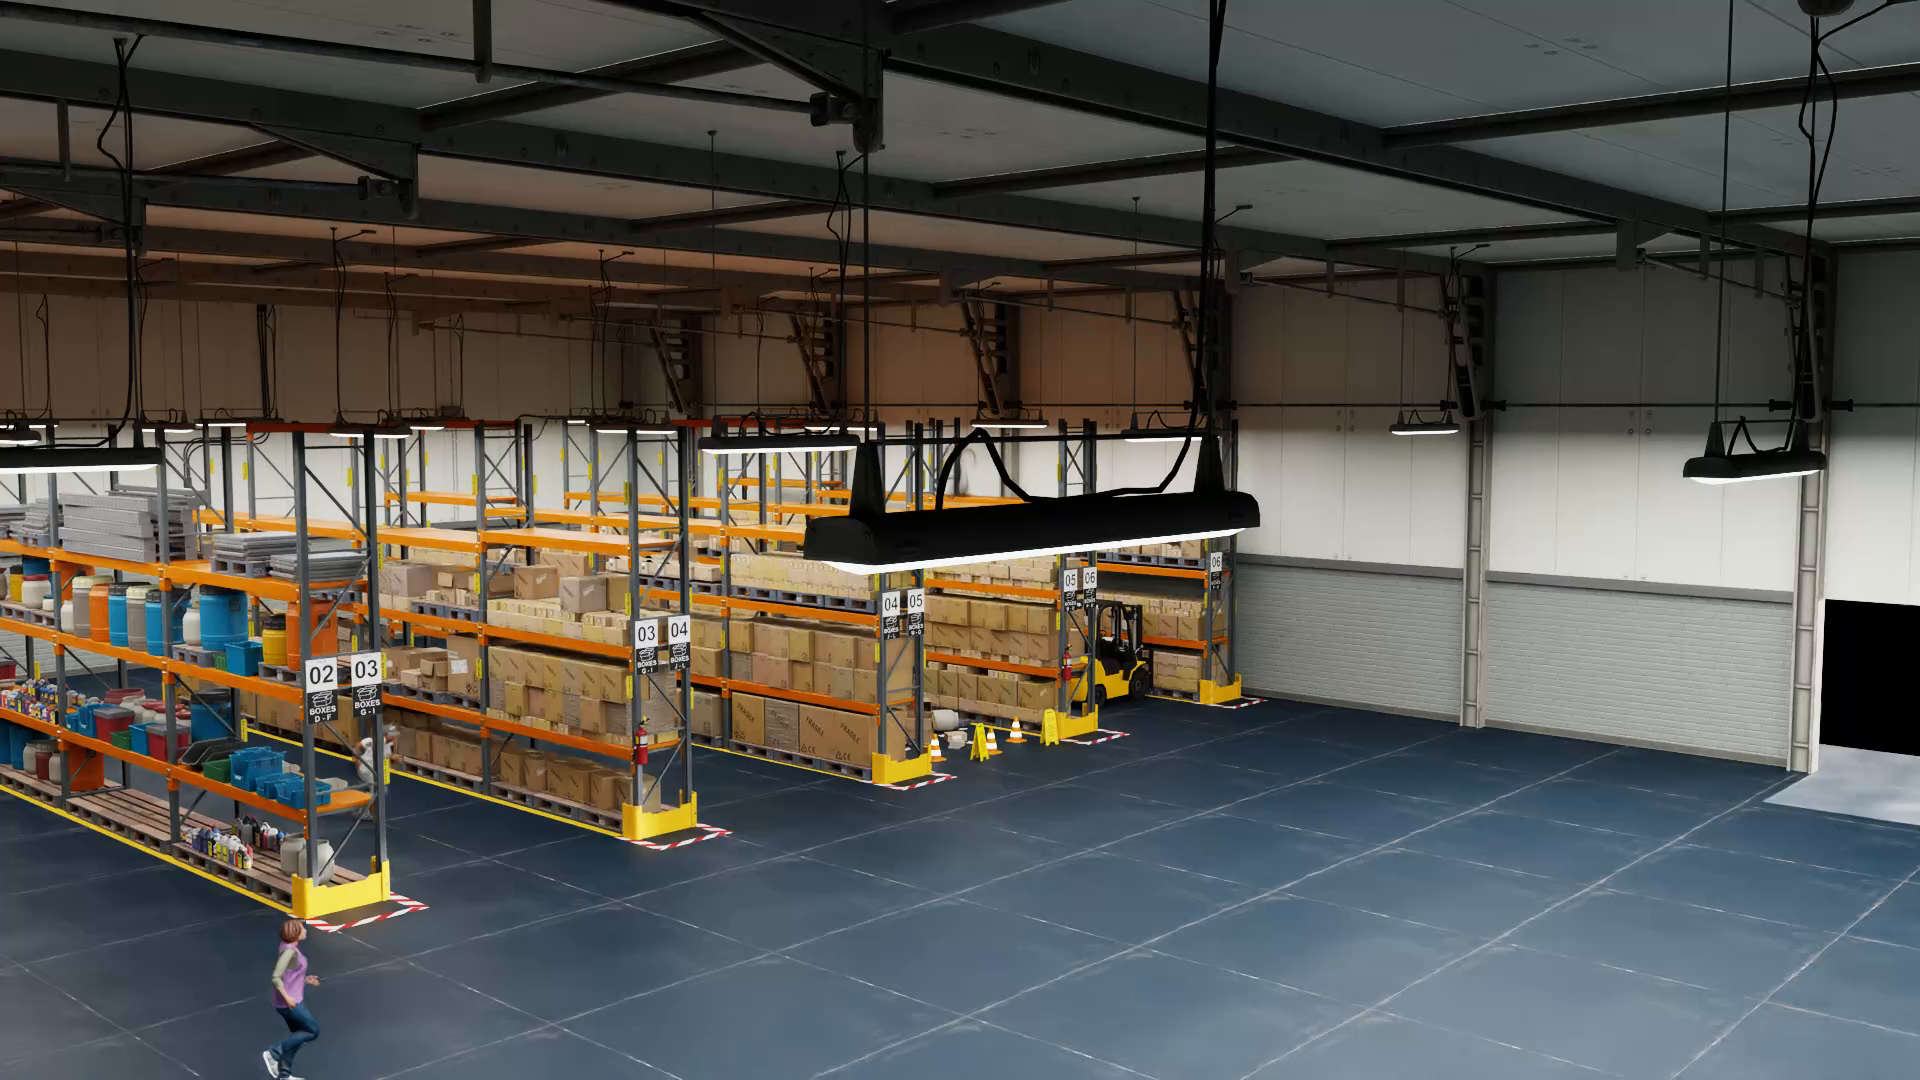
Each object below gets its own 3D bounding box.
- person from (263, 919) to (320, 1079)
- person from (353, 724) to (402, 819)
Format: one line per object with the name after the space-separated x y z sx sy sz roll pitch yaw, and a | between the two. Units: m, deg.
-6.219 4.297 15.461 0.523 1.558 0.549 -2 5 -26 | person
-8.869 3.526 25.189 0.857 1.496 0.636 1 5 15 | person
